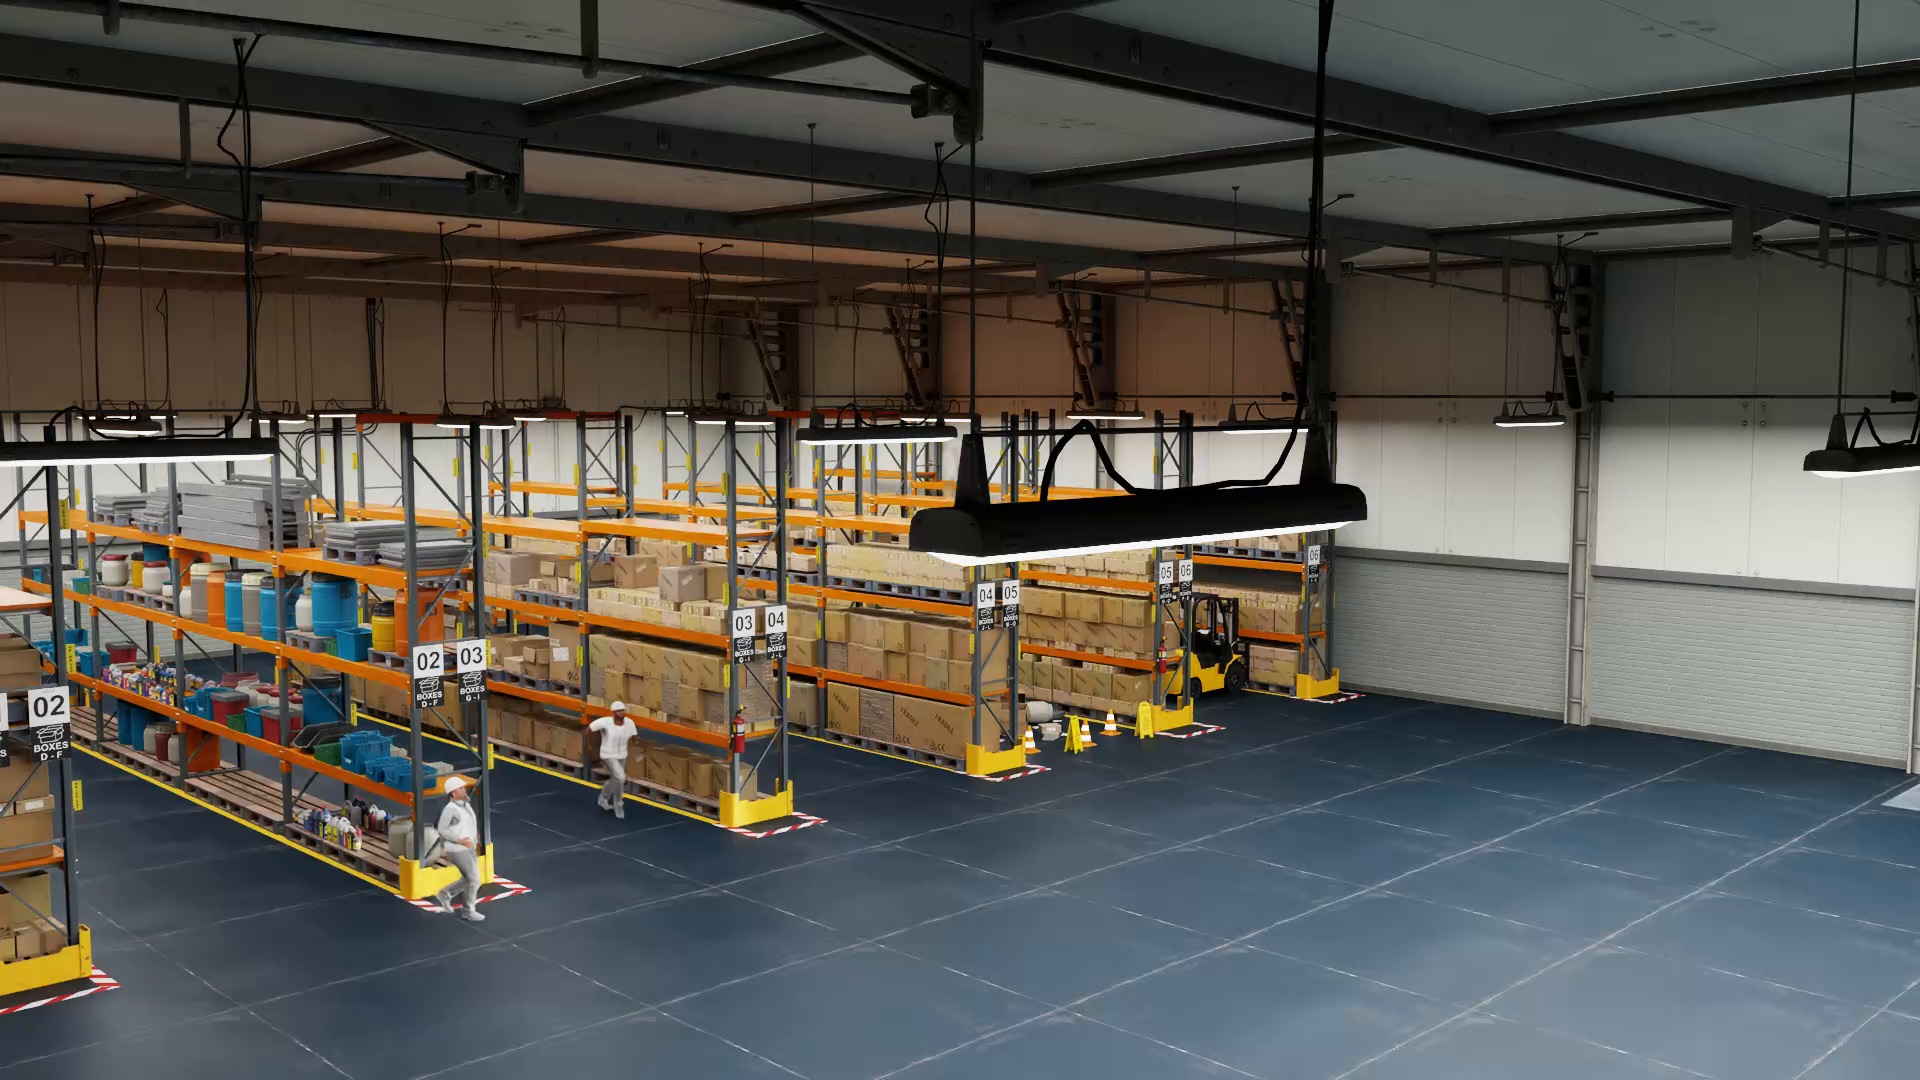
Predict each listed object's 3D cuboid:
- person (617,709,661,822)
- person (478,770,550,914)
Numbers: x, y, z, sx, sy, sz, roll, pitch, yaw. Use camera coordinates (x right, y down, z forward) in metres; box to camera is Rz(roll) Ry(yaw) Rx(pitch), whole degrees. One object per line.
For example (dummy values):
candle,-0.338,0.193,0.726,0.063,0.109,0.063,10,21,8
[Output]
person,-4.714,3.330,24.446,0.690,1.718,0.687,-4,7,-42
person,-5.444,3.686,20.231,0.822,1.785,0.661,-1,5,-7
